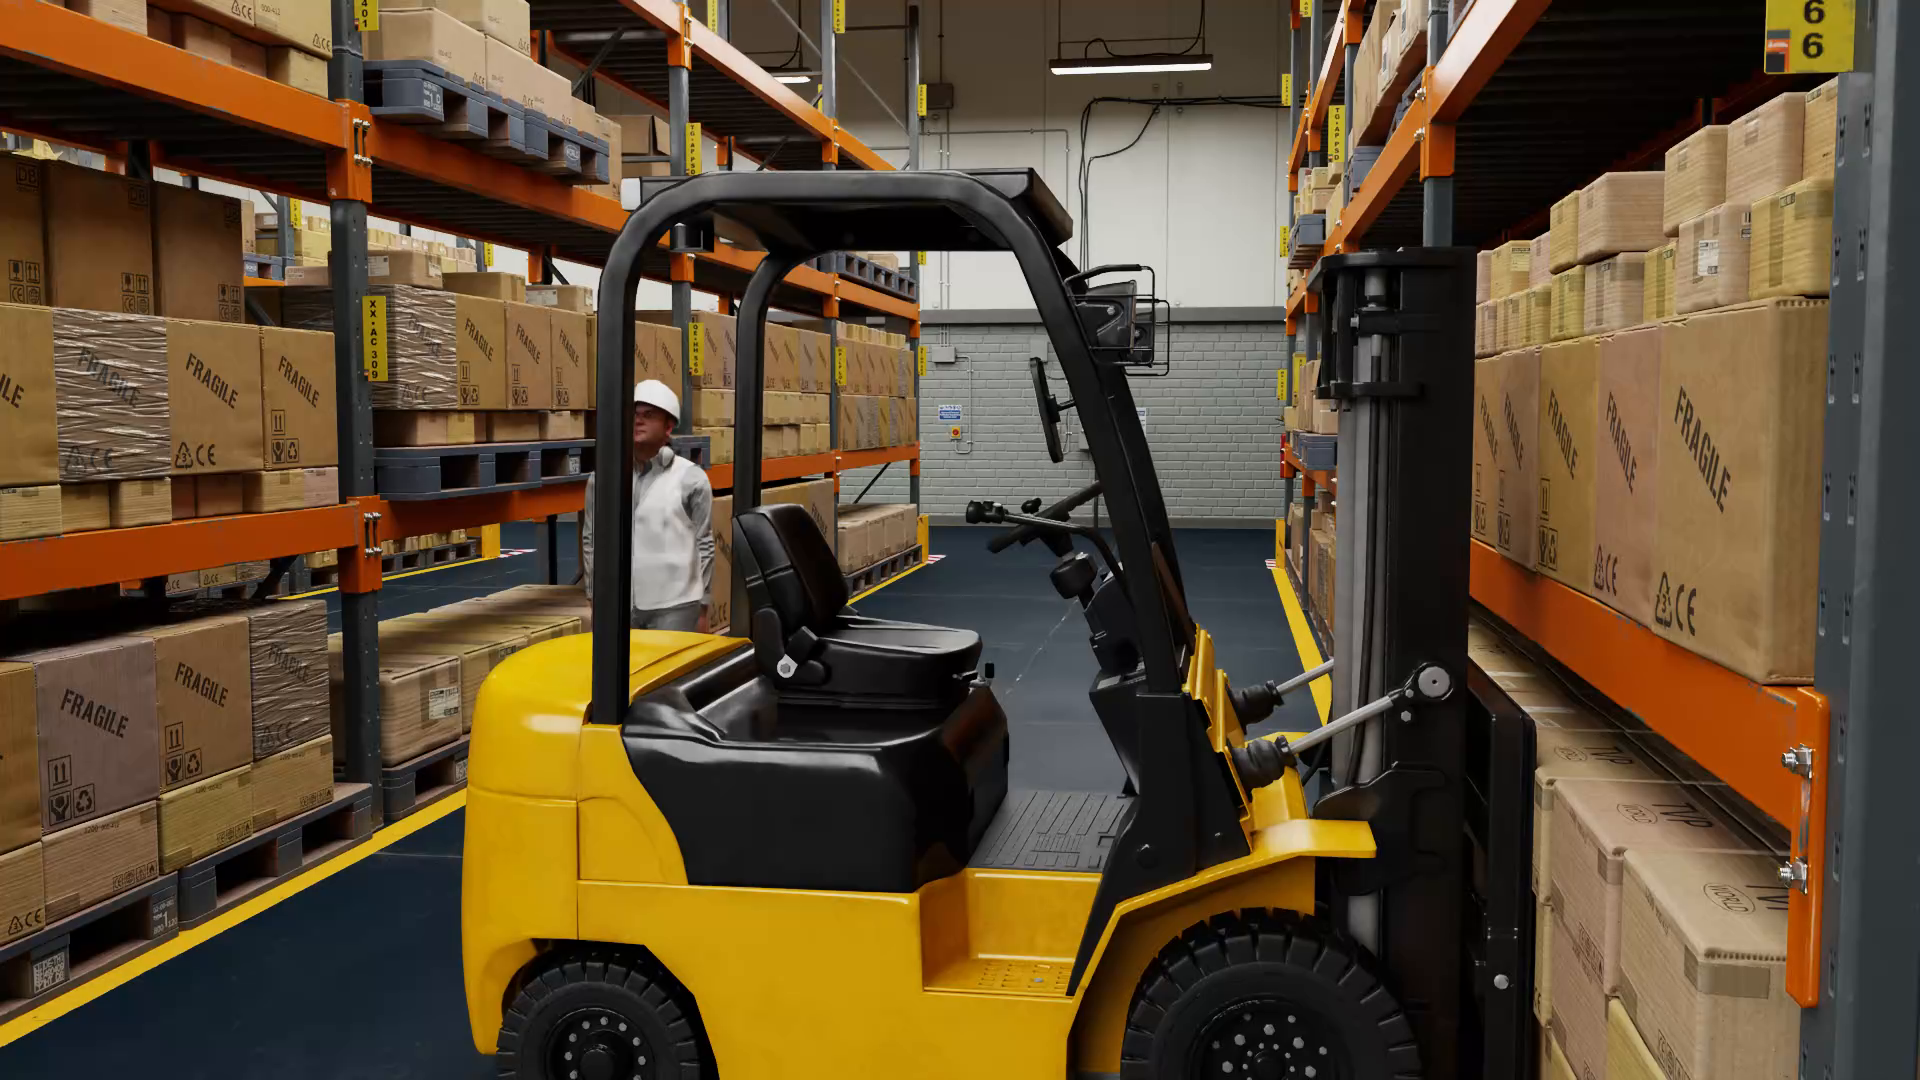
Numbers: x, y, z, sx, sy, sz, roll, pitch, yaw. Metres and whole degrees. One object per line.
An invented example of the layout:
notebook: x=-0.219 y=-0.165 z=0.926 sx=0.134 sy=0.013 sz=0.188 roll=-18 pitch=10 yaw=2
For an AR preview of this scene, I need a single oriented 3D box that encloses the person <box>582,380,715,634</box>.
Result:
person: x=-1.218 y=0.254 z=6.513 sx=0.537 sy=1.757 sz=0.623 roll=1 pitch=4 yaw=8
